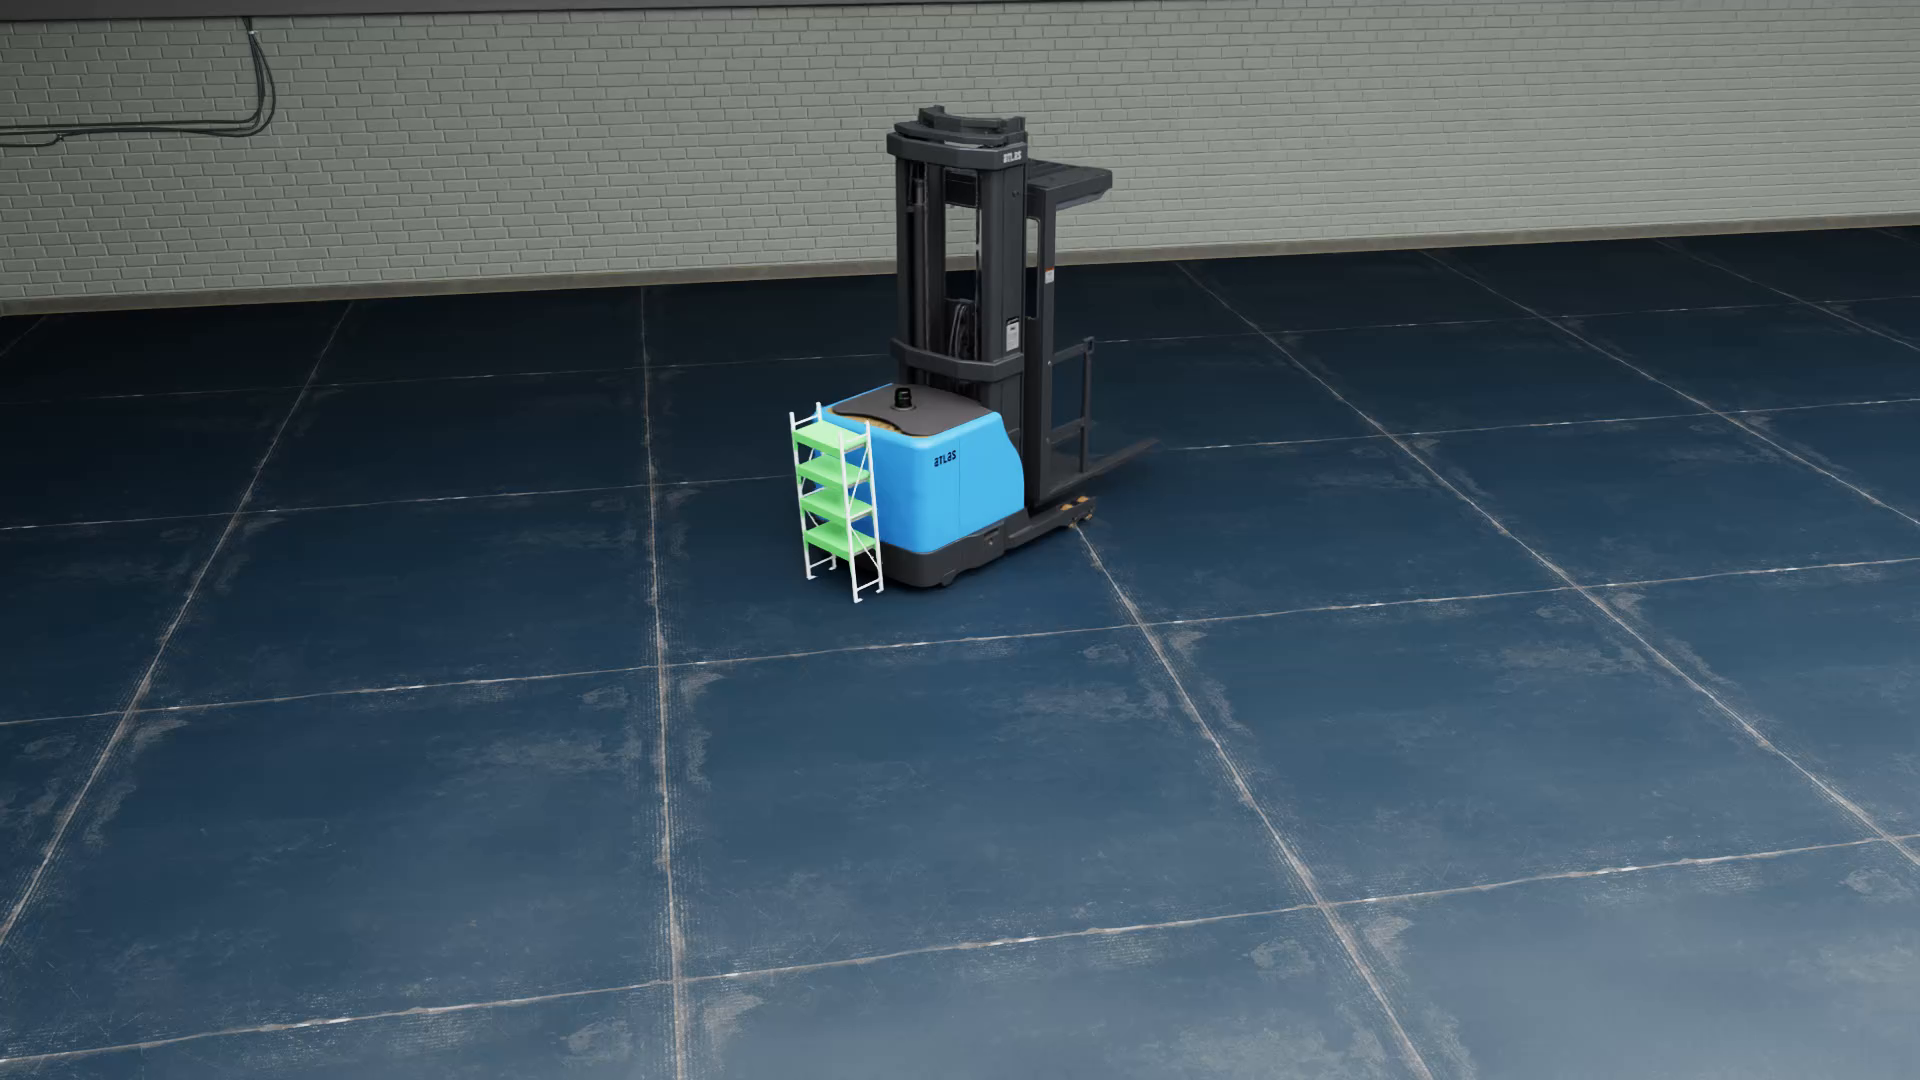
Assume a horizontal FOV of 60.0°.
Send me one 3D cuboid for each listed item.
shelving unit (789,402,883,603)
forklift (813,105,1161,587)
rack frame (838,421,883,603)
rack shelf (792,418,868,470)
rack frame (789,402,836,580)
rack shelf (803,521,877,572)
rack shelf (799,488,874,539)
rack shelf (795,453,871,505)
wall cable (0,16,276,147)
[{"bbox_3d":[-0.797,-0.241,10.780,0.258,1.200,0.503,-25,34,-37],"label":"shelving unit"},{"bbox_3d":[0.341,-1.548,11.633,1.130,2.935,3.031,19,30,36],"label":"forklift"},{"bbox_3d":[-0.630,-0.170,10.617,0.240,1.200,0.015,-25,34,-37],"label":"rack frame"},{"bbox_3d":[-0.820,-0.613,10.595,0.258,0.148,0.480,-25,34,-37],"label":"rack shelf"},{"bbox_3d":[-0.964,-0.312,10.944,0.240,1.200,0.015,-25,34,-37],"label":"rack frame"},{"bbox_3d":[-0.780,0.031,10.916,0.258,0.148,0.480,-25,34,-37],"label":"rack shelf"},{"bbox_3d":[-0.793,-0.184,10.809,0.258,0.148,0.480,-25,34,-37],"label":"rack shelf"},{"bbox_3d":[-0.807,-0.398,10.702,0.258,0.148,0.480,-25,34,-37],"label":"rack shelf"},{"bbox_3d":[-8.369,-5.090,16.040,3.097,2.526,0.112,-4,24,-10],"label":"wall cable"}]
